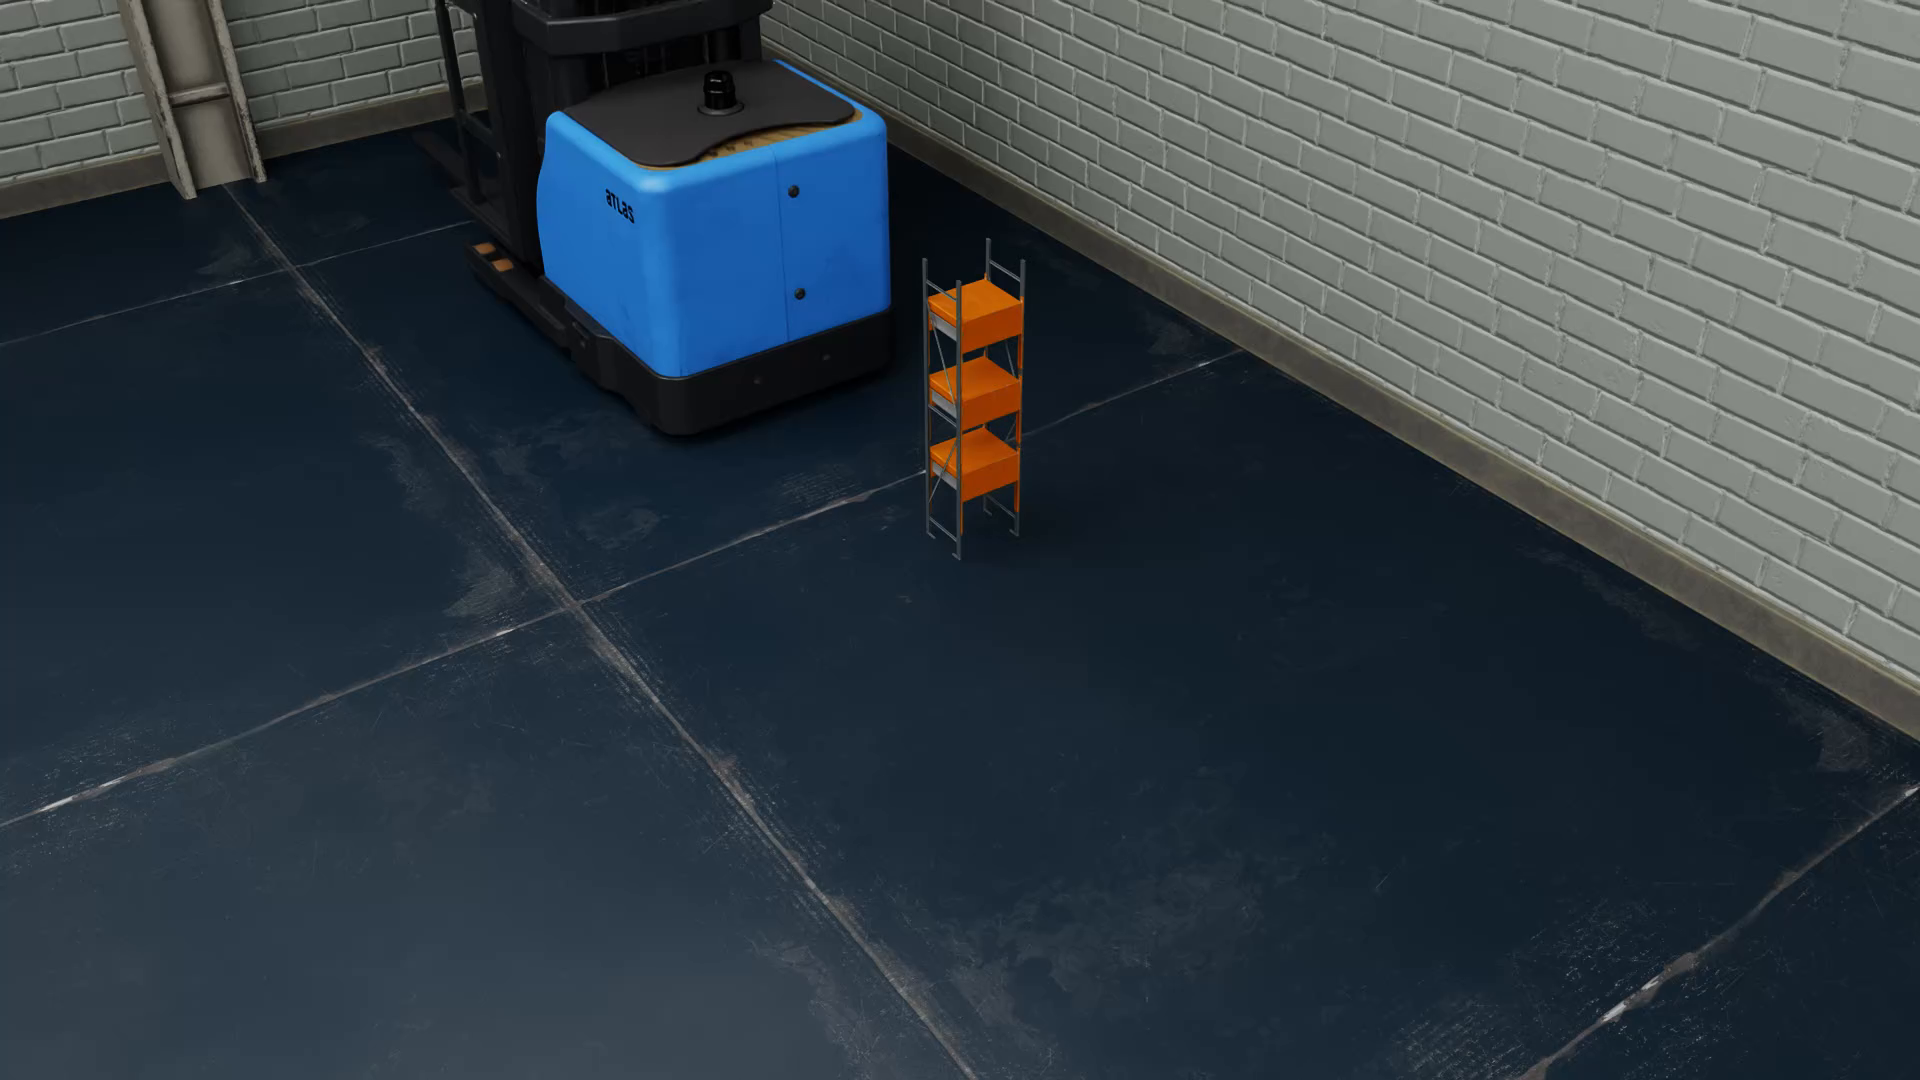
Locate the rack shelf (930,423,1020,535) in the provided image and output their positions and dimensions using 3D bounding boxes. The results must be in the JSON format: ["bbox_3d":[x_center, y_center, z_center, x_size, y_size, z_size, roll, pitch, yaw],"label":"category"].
[{"bbox_3d":[0.044,-0.210,5.637,0.240,0.259,0.215,-22,41,-28],"label":"rack shelf"}]

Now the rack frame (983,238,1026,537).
[{"bbox_3d":[0.143,-0.485,5.526,0.008,1.050,0.200,-22,41,-28],"label":"rack frame"}]

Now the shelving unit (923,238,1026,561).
[{"bbox_3d":[0.044,-0.444,5.468,0.252,1.050,0.215,-22,41,-28],"label":"shelving unit"}]

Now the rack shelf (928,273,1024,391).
[{"bbox_3d":[0.044,-0.666,5.309,0.240,0.259,0.215,-22,41,-28],"label":"rack shelf"}]

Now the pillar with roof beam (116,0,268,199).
[{"bbox_3d":[-1.190,-3.384,2.748,0.400,9.000,9.100,-22,41,-28],"label":"pillar with roof beam"}]

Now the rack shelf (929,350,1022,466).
[{"bbox_3d":[0.044,-0.436,5.475,0.240,0.259,0.215,-22,41,-28],"label":"rack shelf"}]

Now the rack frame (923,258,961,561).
[{"bbox_3d":[-0.056,-0.403,5.411,0.008,1.050,0.200,-22,41,-28],"label":"rack frame"}]

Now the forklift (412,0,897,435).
[{"bbox_3d":[-1.521,-2.391,6.564,1.130,2.935,3.031,-23,42,-28],"label":"forklift"}]
